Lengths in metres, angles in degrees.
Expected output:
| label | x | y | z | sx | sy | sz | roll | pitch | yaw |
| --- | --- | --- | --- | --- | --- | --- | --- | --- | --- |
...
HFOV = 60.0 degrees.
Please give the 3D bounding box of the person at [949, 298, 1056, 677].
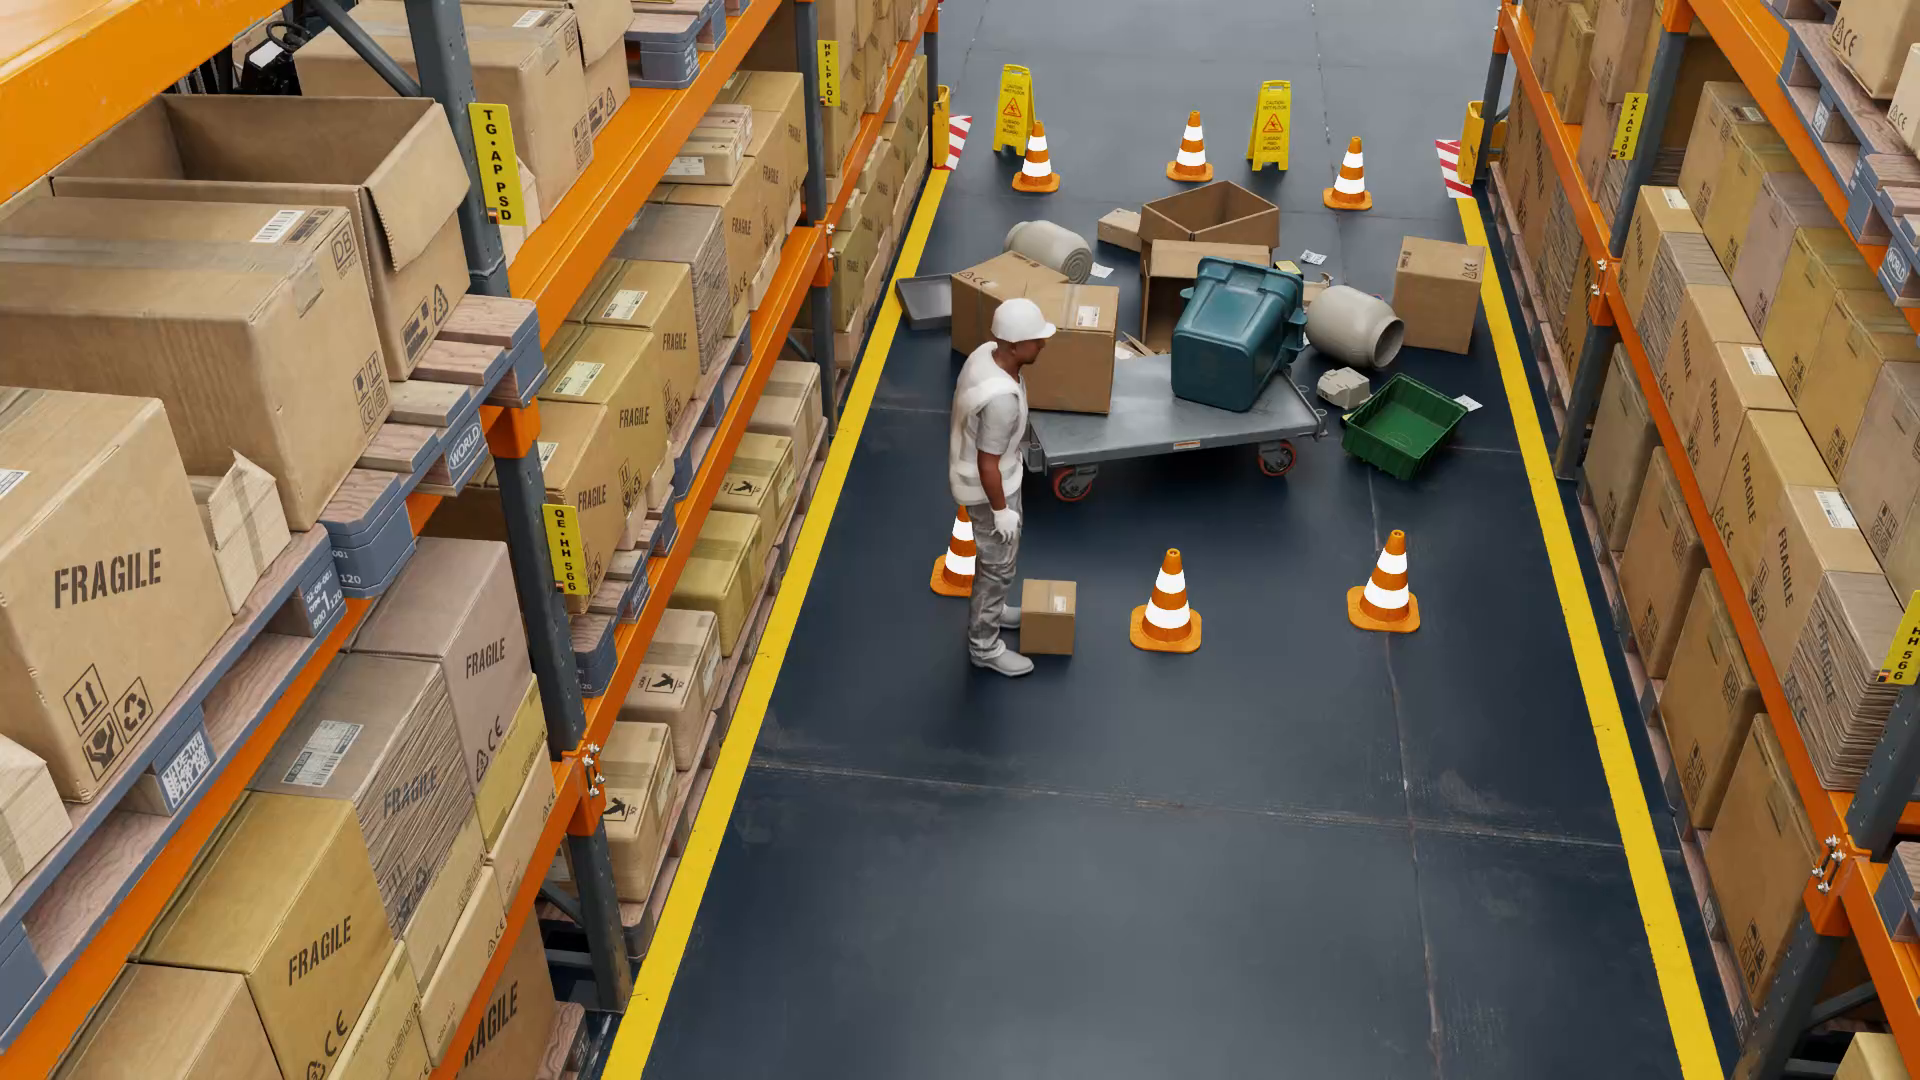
| label | x | y | z | sx | sy | sz | roll | pitch | yaw |
| --- | --- | --- | --- | --- | --- | --- | --- | --- | --- |
| person | 0.177 | -0.257 | 7.388 | 0.450 | 1.774 | 0.627 | 2 | 36 | 2 |
